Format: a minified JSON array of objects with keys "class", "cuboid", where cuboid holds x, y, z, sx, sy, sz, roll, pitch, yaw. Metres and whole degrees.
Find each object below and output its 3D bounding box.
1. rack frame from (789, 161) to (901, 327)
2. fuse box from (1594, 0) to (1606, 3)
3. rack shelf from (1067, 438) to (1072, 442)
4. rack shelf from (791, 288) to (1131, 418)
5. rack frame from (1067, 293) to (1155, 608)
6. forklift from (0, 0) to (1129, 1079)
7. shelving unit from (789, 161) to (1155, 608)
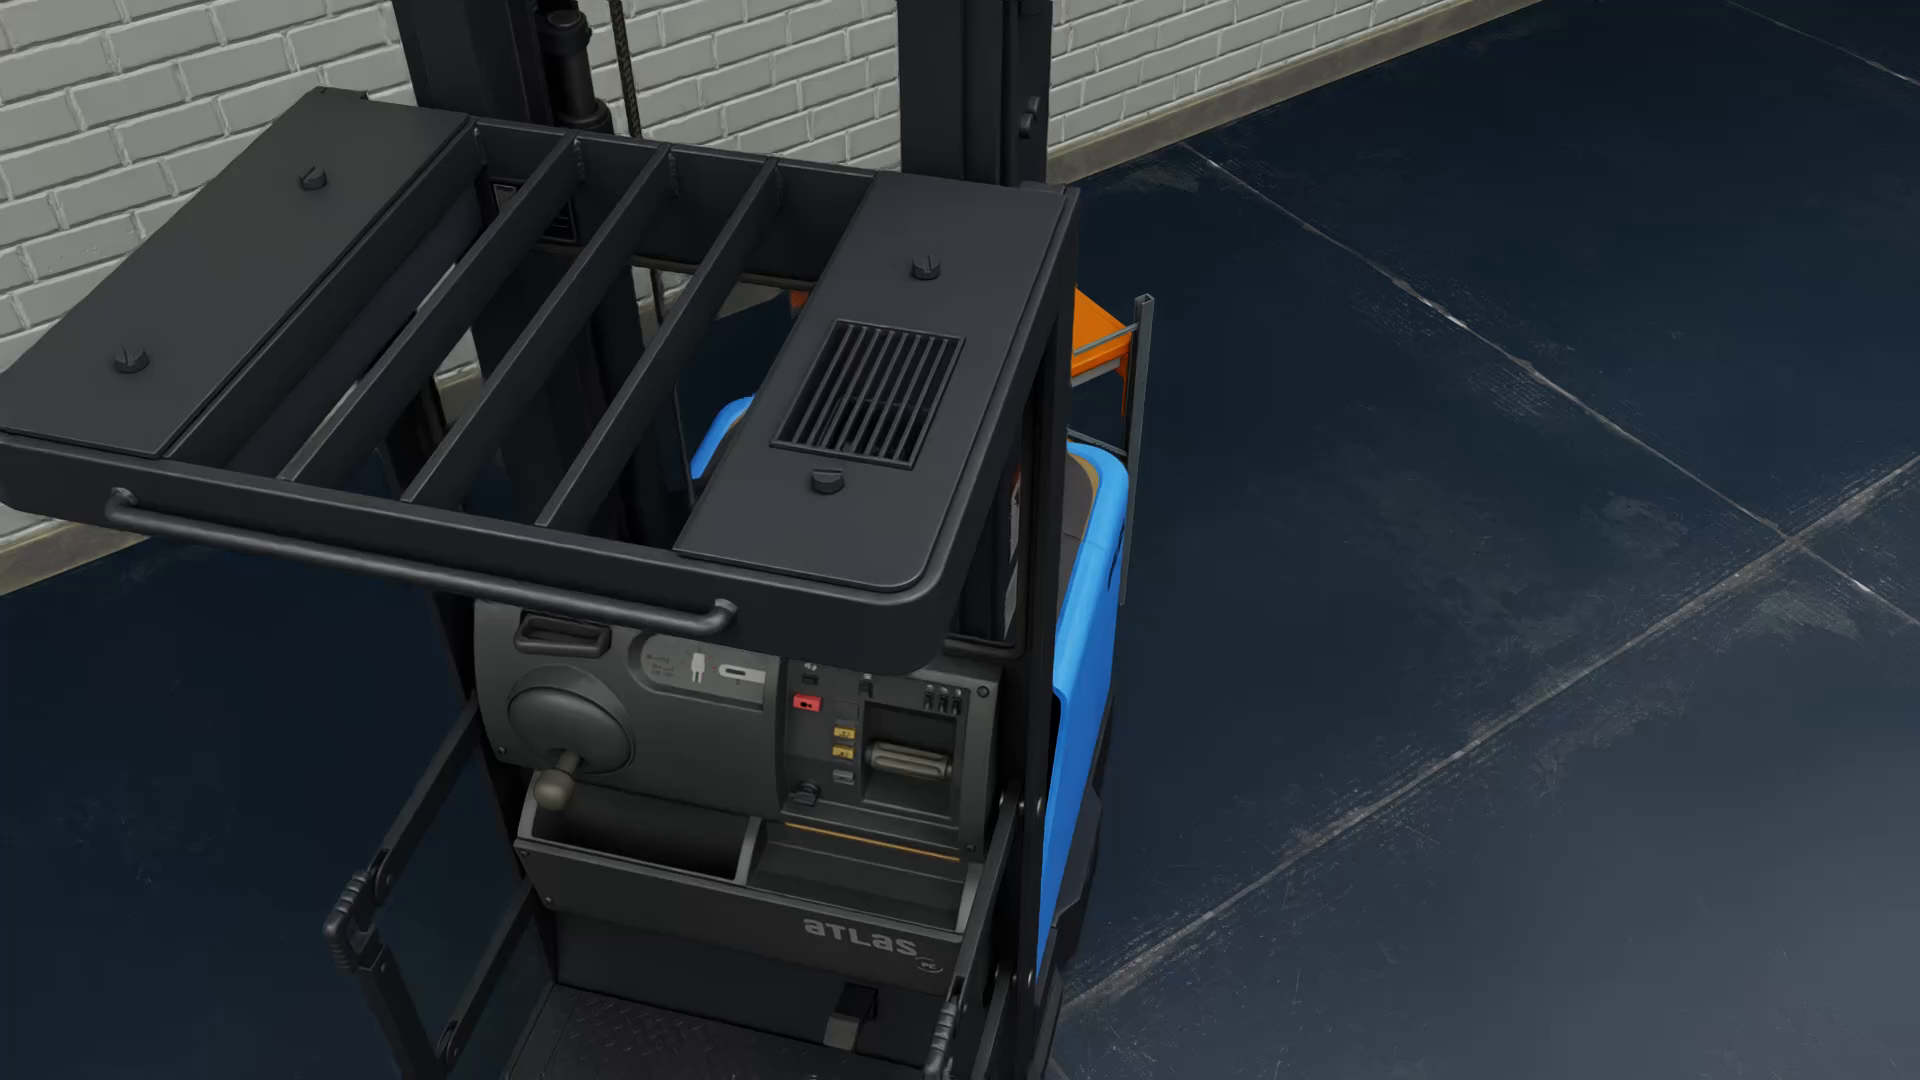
[{"class":"rack frame","cuboid":[-0.295,-0.699,5.167,0.500,1.125,0.032,-26,49,-24]},{"class":"fuse box","cuboid":[3.099,-3.199,7.361,0.539,1.711,0.414,-26,49,-24]},{"class":"rack shelf","cuboid":[-0.004,-0.234,5.034,0.538,0.278,1.000,-26,49,-24]},{"class":"rack shelf","cuboid":[-0.004,-0.622,4.663,0.538,0.278,1.000,-26,49,-24]},{"class":"rack frame","cuboid":[0.287,-0.123,4.564,0.500,1.125,0.032,-26,49,-24]},{"class":"forklift","cuboid":[-0.445,0.408,2.700,1.130,2.935,3.031,10,45,10]},{"class":"shelving unit","cuboid":[-0.004,-0.411,4.866,0.538,1.125,1.048,-26,49,-24]}]
